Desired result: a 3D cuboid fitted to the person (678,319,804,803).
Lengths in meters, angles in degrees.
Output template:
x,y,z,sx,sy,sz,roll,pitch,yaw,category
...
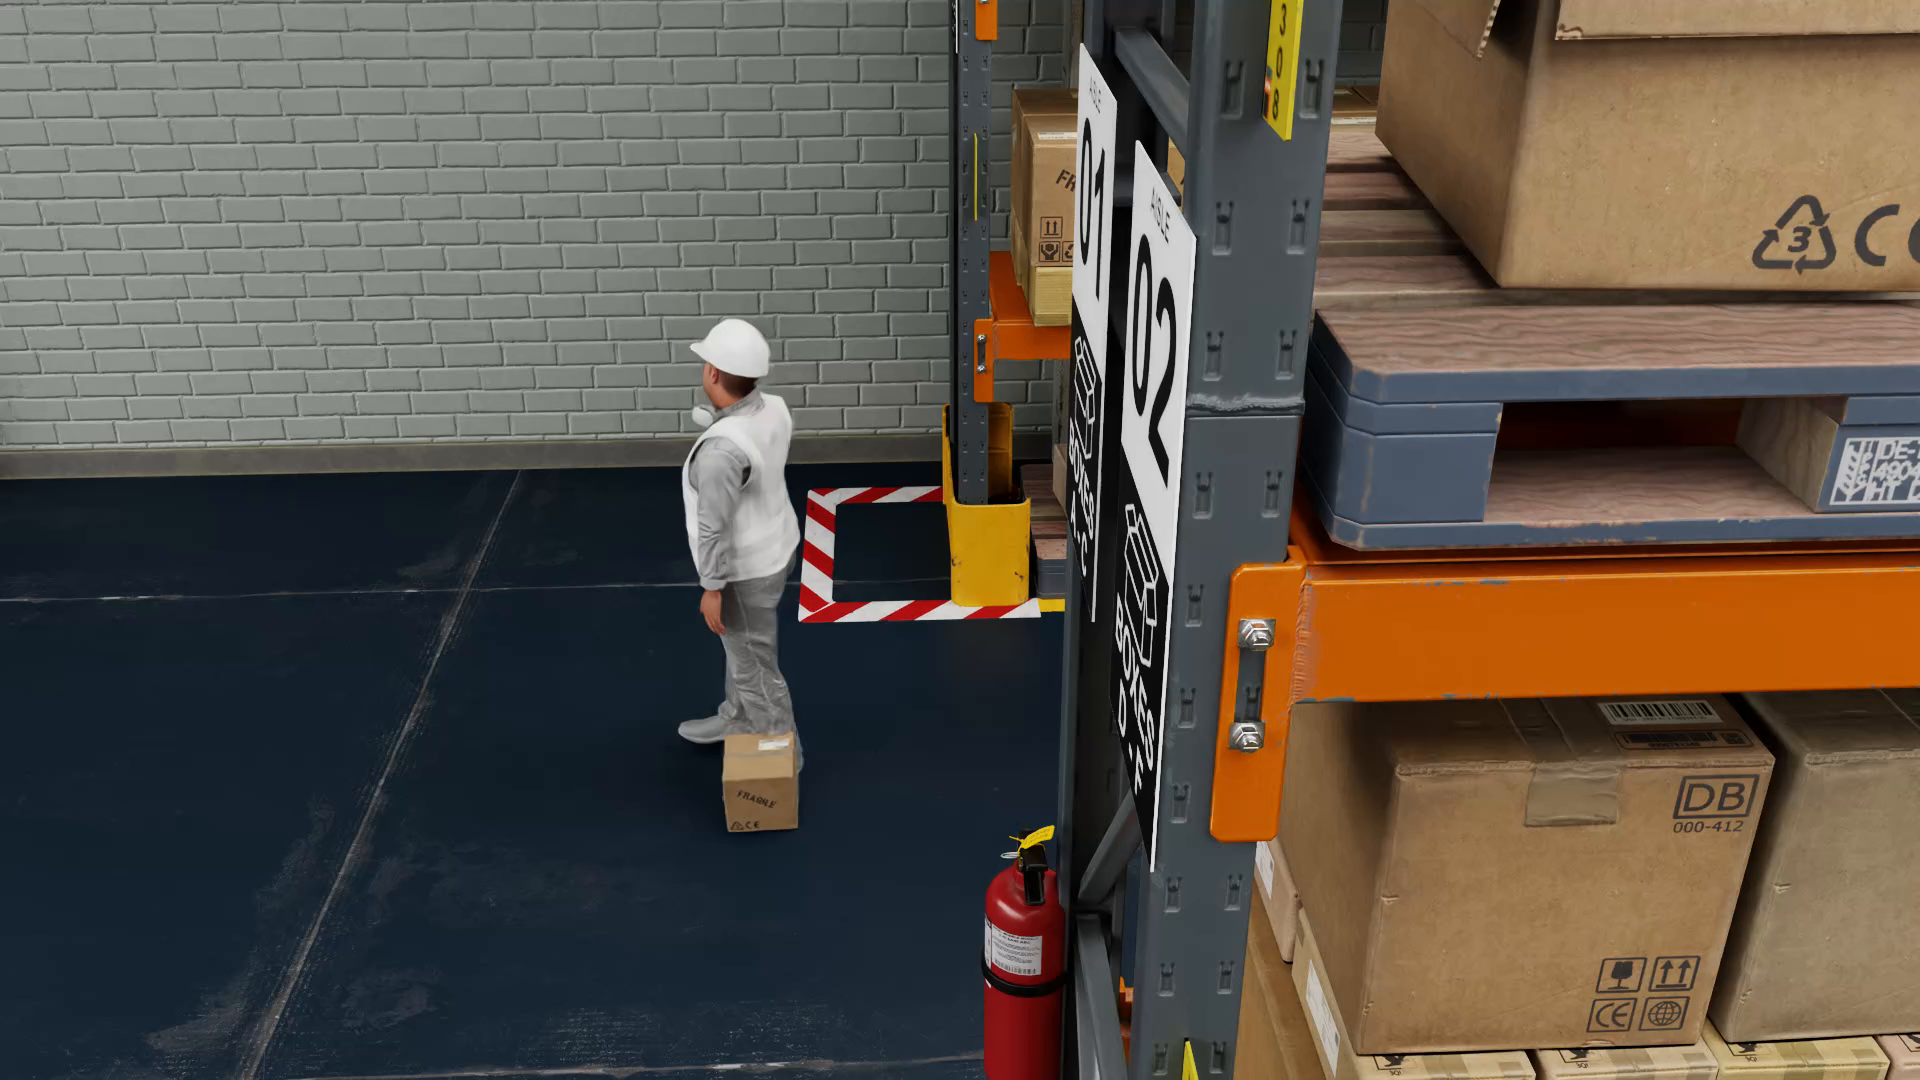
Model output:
x,y,z,sx,sy,sz,roll,pitch,yaw,category
-0.834,0.059,5.927,0.553,1.773,0.613,5,28,9,person
